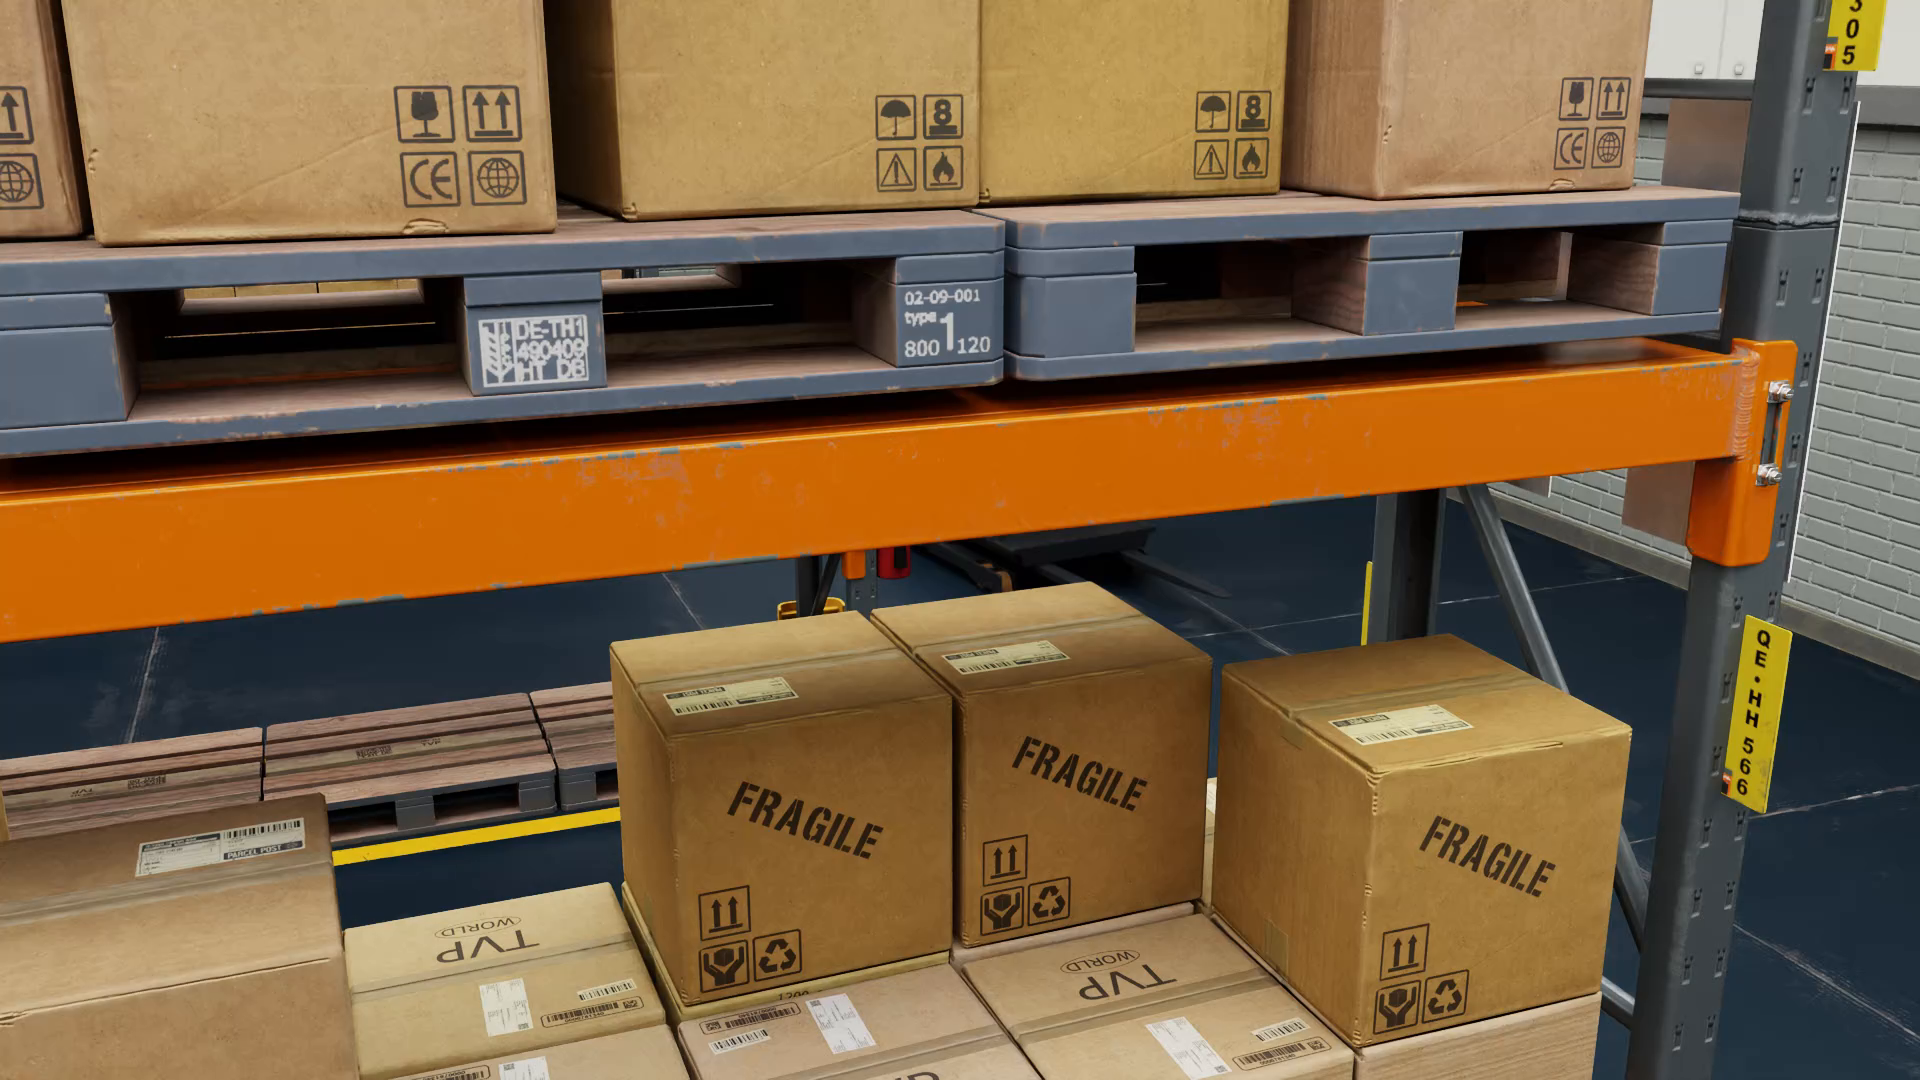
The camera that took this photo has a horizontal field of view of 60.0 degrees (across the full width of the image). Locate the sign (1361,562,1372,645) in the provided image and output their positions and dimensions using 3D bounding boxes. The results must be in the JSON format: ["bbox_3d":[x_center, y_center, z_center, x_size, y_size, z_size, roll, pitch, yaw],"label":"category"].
[{"bbox_3d":[0.963,0.219,3.853,0.005,0.325,0.100,-6,17,-20],"label":"sign"}]

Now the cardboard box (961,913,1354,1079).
[{"bbox_3d":[0.324,0.917,2.889,0.500,0.250,0.500,-6,18,-21],"label":"cardboard box"}]

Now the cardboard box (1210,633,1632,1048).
[{"bbox_3d":[0.795,0.506,2.958,0.500,0.500,0.500,-6,17,-19],"label":"cardboard box"}]

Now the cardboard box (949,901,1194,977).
[{"bbox_3d":[0.128,0.779,3.359,0.500,0.250,0.500,-6,18,-21],"label":"cardboard box"}]

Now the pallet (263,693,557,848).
[{"bbox_3d":[-2.538,1.048,7.654,1.213,0.211,1.003,-6,17,-20],"label":"pallet"}]

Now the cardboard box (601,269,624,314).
[{"bbox_3d":[-2.706,-1.719,11.952,0.500,0.500,0.500,-6,17,-18],"label":"cardboard box"}]

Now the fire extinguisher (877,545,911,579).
[{"bbox_3d":[-0.313,-0.164,7.633,0.183,0.674,0.296,-6,17,-20],"label":"fire extinguisher"}]

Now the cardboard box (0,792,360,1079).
[{"bbox_3d":[-1.094,0.709,2.268,0.500,0.500,0.500,-7,18,-22],"label":"cardboard box"}]

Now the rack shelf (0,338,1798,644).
[{"bbox_3d":[-0.712,-0.074,2.479,4.000,0.370,1.077,-6,17,-20],"label":"rack shelf"}]

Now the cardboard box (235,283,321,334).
[{"bbox_3d":[-4.602,-1.515,11.256,0.500,0.500,0.500,-6,17,-20],"label":"cardboard box"}]

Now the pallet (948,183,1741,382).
[{"bbox_3d":[0.467,-0.501,2.813,1.213,0.211,1.003,-6,17,-20],"label":"pallet"}]

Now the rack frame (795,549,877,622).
[{"bbox_3d":[-0.616,-0.485,7.925,0.127,3.000,1.000,-6,17,-20],"label":"rack frame"}]

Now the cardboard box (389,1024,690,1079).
[{"bbox_3d":[-0.636,1.022,2.531,0.500,0.250,0.500,-6,17,-20],"label":"cardboard box"}]

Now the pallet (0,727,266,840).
[{"bbox_3d":[-3.679,1.172,7.232,1.213,0.211,1.003,-6,17,-20],"label":"pallet"}]

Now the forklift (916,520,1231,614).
[{"bbox_3d":[0.556,-1.194,10.463,1.130,2.935,3.031,-9,19,-28],"label":"forklift"}]

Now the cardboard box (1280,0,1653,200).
[{"bbox_3d":[0.690,-0.852,2.751,0.500,0.500,0.700,-7,18,-23],"label":"cardboard box"}]

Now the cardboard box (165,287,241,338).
[{"bbox_3d":[-3.982,-1.663,11.761,3.026,0.500,1.079,-6,17,-19],"label":"cardboard box"}]

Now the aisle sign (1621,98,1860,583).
[{"bbox_3d":[1.330,-0.357,2.877,0.004,0.787,0.394,-6,17,-20],"label":"aisle sign"}]

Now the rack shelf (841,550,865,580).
[{"bbox_3d":[-2.484,0.062,7.340,4.000,0.370,1.077,-6,17,-20],"label":"rack shelf"}]

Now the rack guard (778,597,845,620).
[{"bbox_3d":[-0.599,0.709,8.297,0.348,0.500,1.175,-6,17,-20],"label":"rack guard"}]

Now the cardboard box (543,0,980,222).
[{"bbox_3d":[-0.345,-0.762,2.445,0.500,0.500,0.700,-7,18,-24],"label":"cardboard box"}]

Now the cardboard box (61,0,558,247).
[{"bbox_3d":[-0.827,-0.678,2.159,0.500,0.500,0.700,-5,17,-18],"label":"cardboard box"}]

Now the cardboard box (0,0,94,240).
[{"bbox_3d":[-1.366,-0.663,2.107,0.500,0.500,0.700,-5,17,-17],"label":"cardboard box"}]

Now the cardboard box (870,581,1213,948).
[{"bbox_3d":[0.144,0.416,3.266,0.500,0.500,0.500,-7,18,-21],"label":"cardboard box"}]

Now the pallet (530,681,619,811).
[{"bbox_3d":[-1.400,0.926,8.069,1.213,0.211,1.003,-6,17,-20],"label":"pallet"}]

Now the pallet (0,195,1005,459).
[{"bbox_3d":[-0.674,-0.377,2.391,1.213,0.211,1.003,-6,17,-20],"label":"pallet"}]

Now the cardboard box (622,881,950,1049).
[{"bbox_3d":[-0.342,0.829,3.190,0.500,0.250,0.500,-7,18,-22],"label":"cardboard box"}]

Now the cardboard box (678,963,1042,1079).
[{"bbox_3d":[-0.151,0.969,2.714,0.500,0.250,0.500,-7,18,-22],"label":"cardboard box"}]

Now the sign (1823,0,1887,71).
[{"bbox_3d":[1.337,-0.863,2.460,0.005,0.325,0.100,-6,17,-20],"label":"sign"}]

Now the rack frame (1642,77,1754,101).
[{"bbox_3d":[1.157,-2.059,2.639,0.053,2.616,0.949,-6,17,-20],"label":"rack frame"}]

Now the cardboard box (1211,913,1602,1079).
[{"bbox_3d":[0.798,0.866,3.062,0.500,0.250,0.500,-6,18,-21],"label":"cardboard box"}]

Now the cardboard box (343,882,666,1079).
[{"bbox_3d":[-0.828,0.883,3.006,0.500,0.250,0.500,-7,18,-21],"label":"cardboard box"}]

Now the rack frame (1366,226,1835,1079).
[{"bbox_3d":[1.156,0.819,3.487,0.127,3.000,1.000,-6,17,-20],"label":"rack frame"}]

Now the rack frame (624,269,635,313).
[{"bbox_3d":[-2.387,-1.789,12.367,0.053,2.616,0.949,-6,17,-20],"label":"rack frame"}]
